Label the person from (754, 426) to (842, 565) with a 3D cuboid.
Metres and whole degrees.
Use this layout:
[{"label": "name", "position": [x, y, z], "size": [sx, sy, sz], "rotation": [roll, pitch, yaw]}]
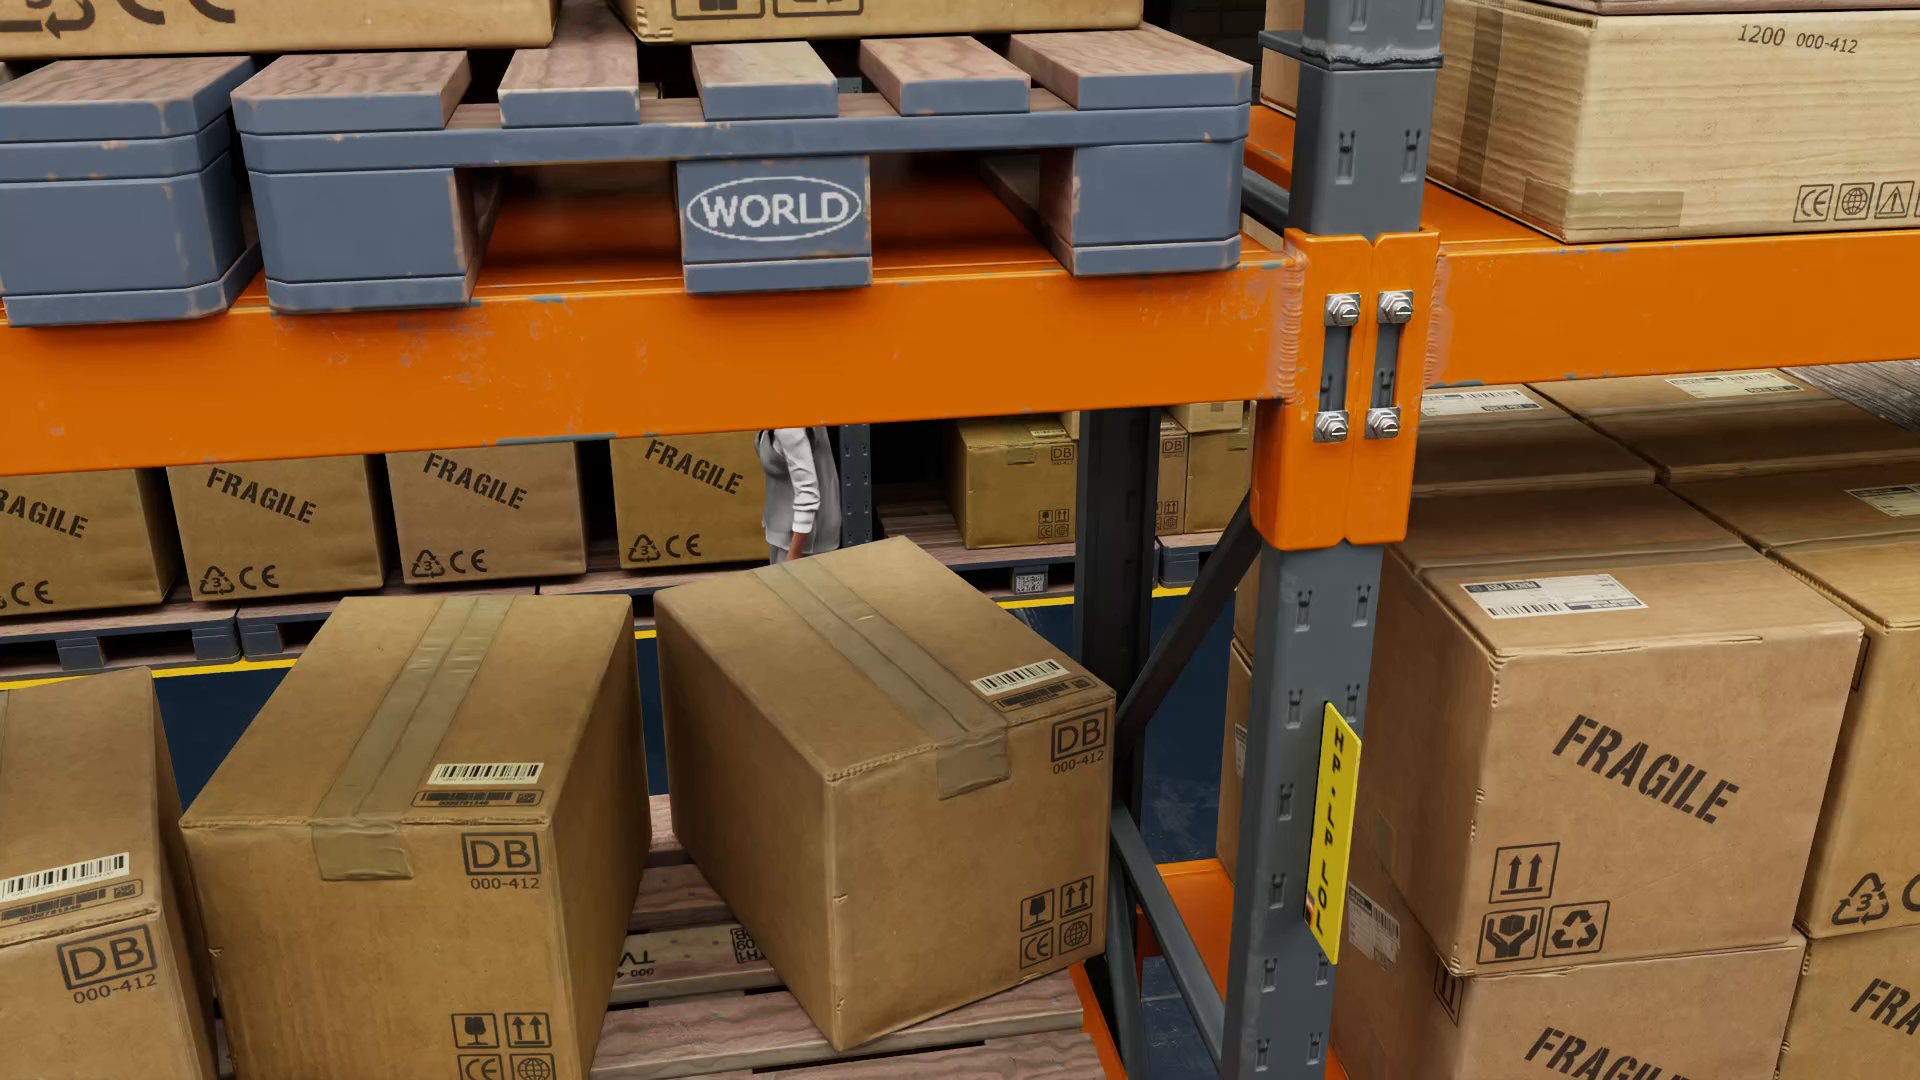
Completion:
[{"label": "person", "position": [-0.631, -0.005, 6.123], "size": [0.371, 1.594, 0.485], "rotation": [-5, 24, -12]}]
